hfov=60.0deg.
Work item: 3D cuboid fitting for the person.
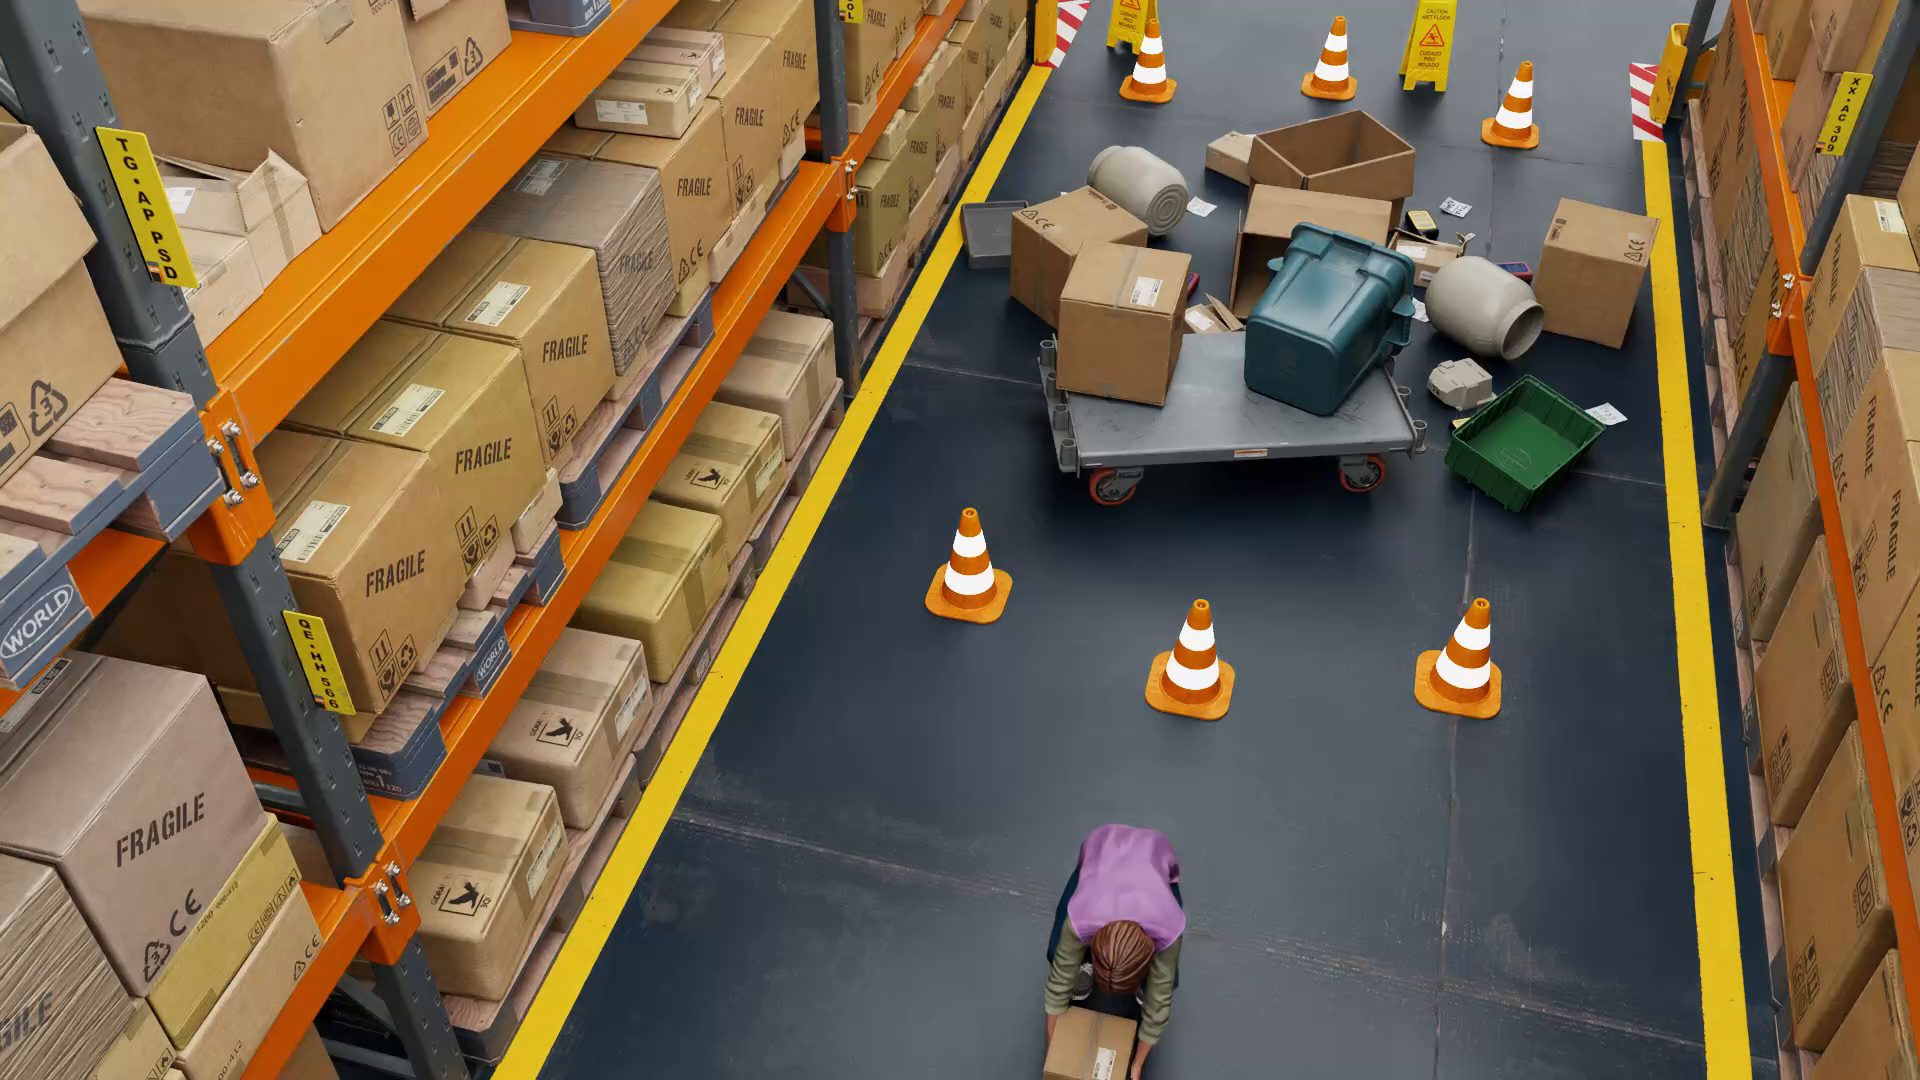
[{"bbox_3d":[0.514,1.268,5.364,0.433,0.772,0.804,10,43,11],"label":"person"}]
